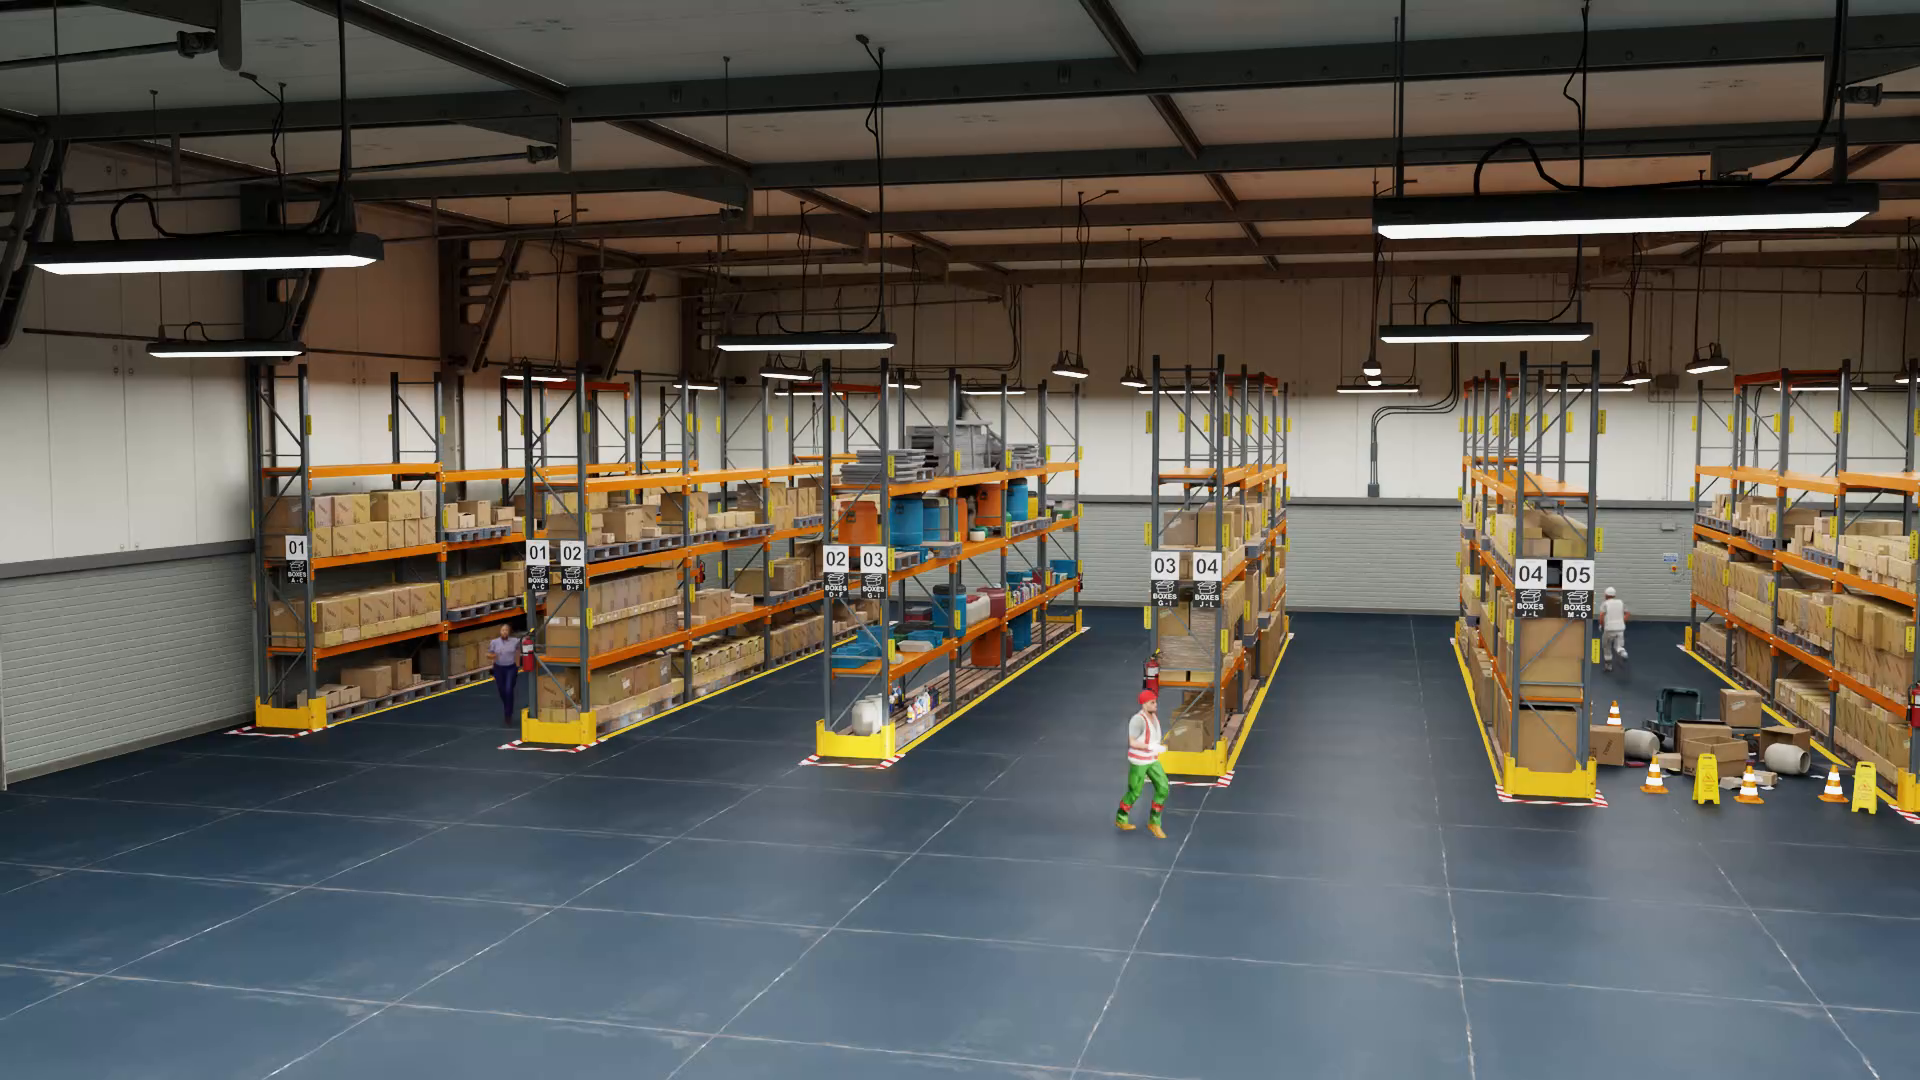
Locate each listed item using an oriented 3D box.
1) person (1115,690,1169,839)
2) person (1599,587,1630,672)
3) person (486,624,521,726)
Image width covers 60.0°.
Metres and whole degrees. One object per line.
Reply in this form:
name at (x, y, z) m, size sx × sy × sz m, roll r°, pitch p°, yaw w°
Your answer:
person at (2.233, 2.730, 20.188) m, size 0.595 × 1.839 × 0.805 m, roll -4°, pitch 5°, yaw -44°
person at (13.115, 1.847, 33.309) m, size 0.659 × 1.771 × 1.026 m, roll 0°, pitch 4°, yaw -1°
person at (-7.688, 2.254, 28.059) m, size 0.581 × 1.696 × 0.826 m, roll 0°, pitch 4°, yaw -5°
